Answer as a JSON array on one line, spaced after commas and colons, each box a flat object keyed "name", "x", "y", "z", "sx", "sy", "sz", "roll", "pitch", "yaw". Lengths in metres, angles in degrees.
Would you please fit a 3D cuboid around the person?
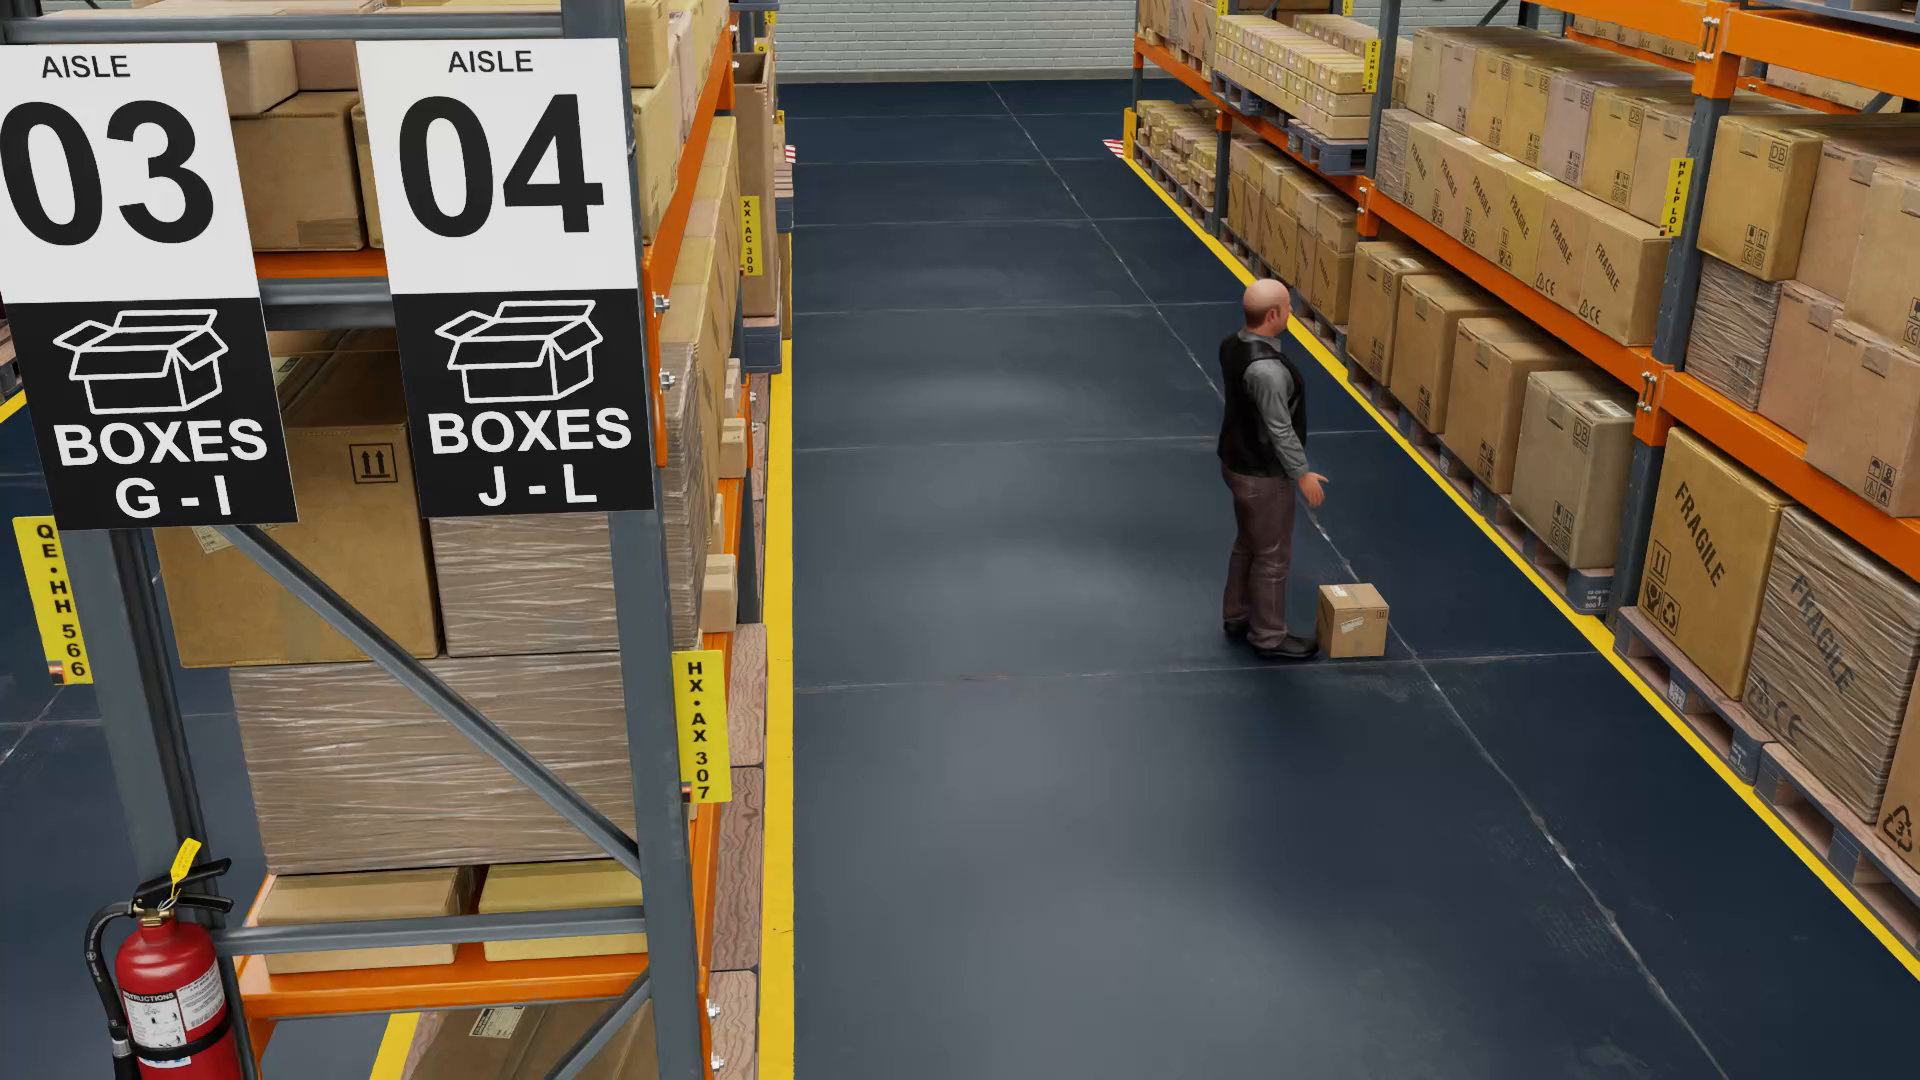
[{"name": "person", "x": 1.301, "y": -0.288, "z": 7.321, "sx": 0.363, "sy": 1.705, "sz": 0.540, "roll": -2, "pitch": 24, "yaw": -4}]
